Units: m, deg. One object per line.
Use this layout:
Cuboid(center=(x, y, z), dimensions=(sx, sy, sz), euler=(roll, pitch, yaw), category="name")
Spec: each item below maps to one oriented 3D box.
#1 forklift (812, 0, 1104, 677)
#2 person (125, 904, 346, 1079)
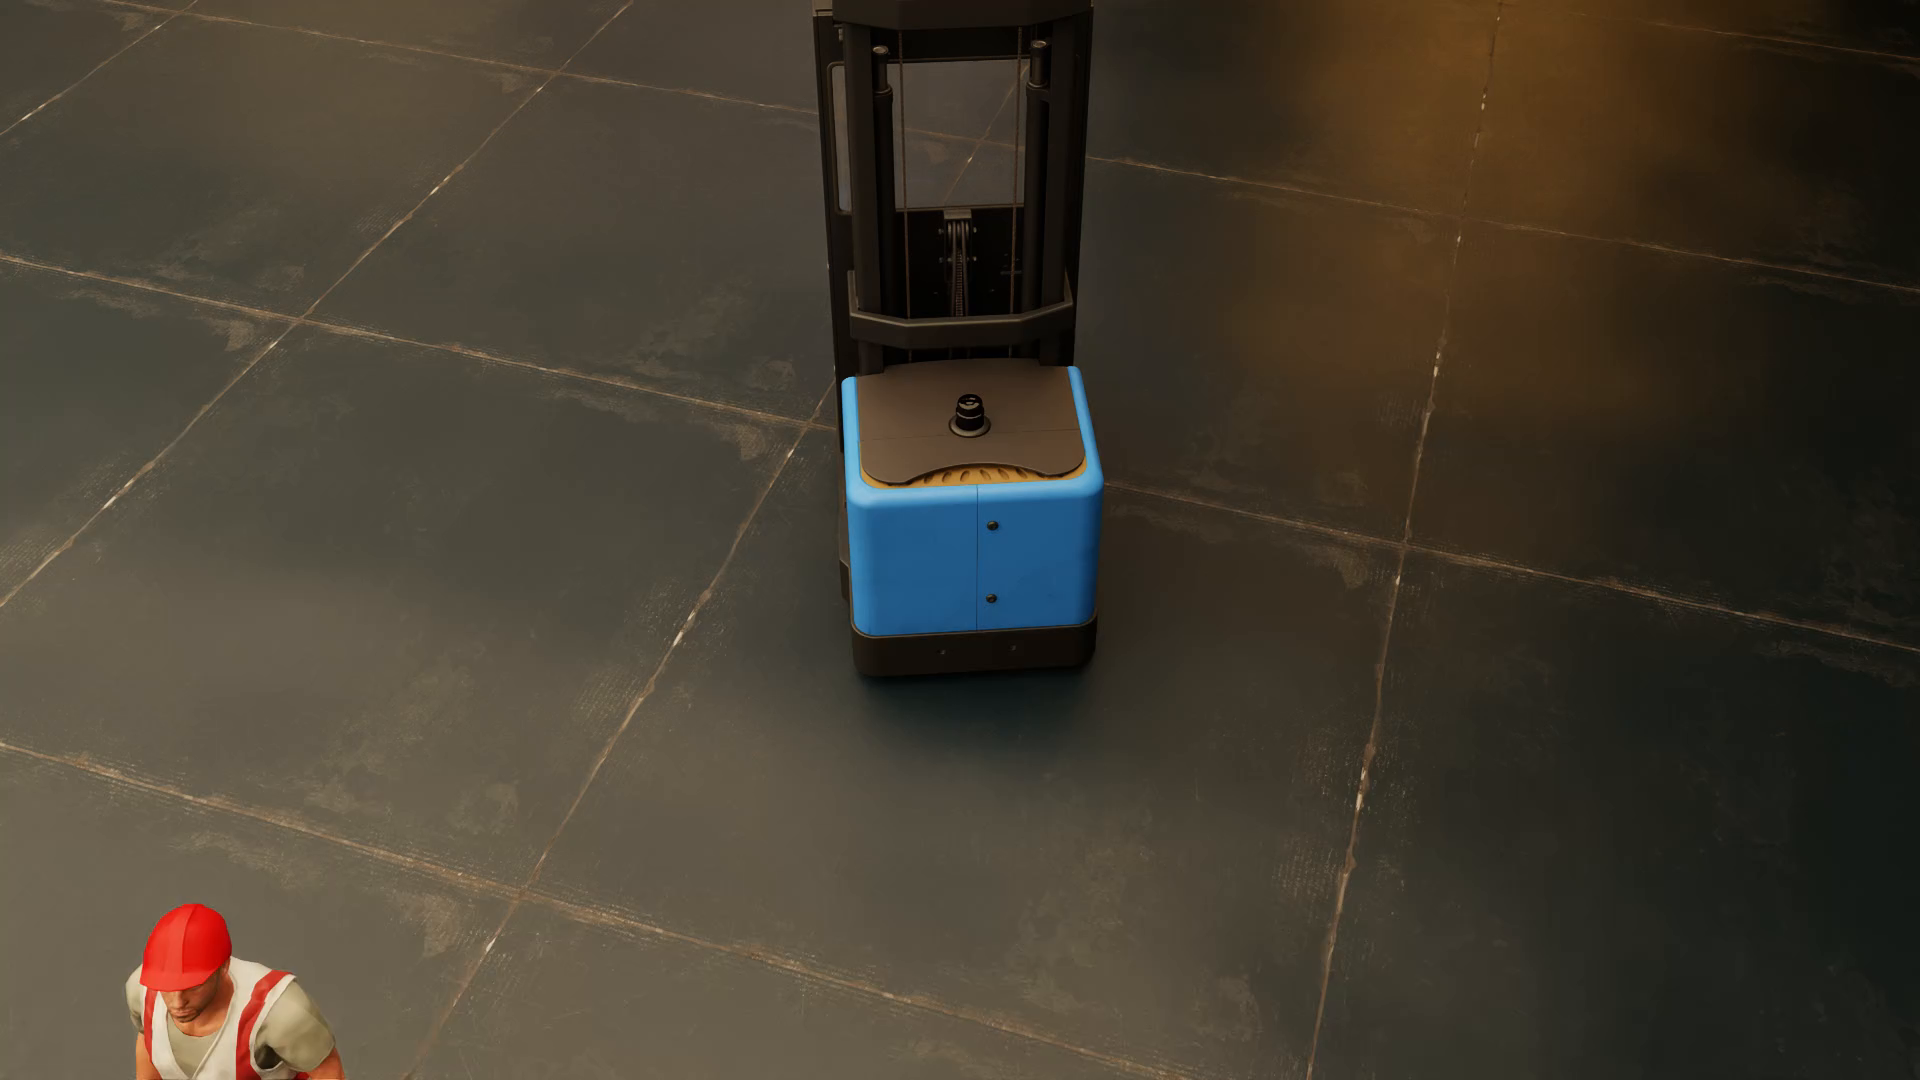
Cuboid(center=(-0.048, -1.486, 7.287), dimensions=(1.130, 2.935, 3.031), euler=(-3, 43, -3), category="forklift")
Cuboid(center=(-2.038, 1.703, 4.687), dimensions=(0.638, 1.788, 0.563), euler=(6, 43, 7), category="person")
